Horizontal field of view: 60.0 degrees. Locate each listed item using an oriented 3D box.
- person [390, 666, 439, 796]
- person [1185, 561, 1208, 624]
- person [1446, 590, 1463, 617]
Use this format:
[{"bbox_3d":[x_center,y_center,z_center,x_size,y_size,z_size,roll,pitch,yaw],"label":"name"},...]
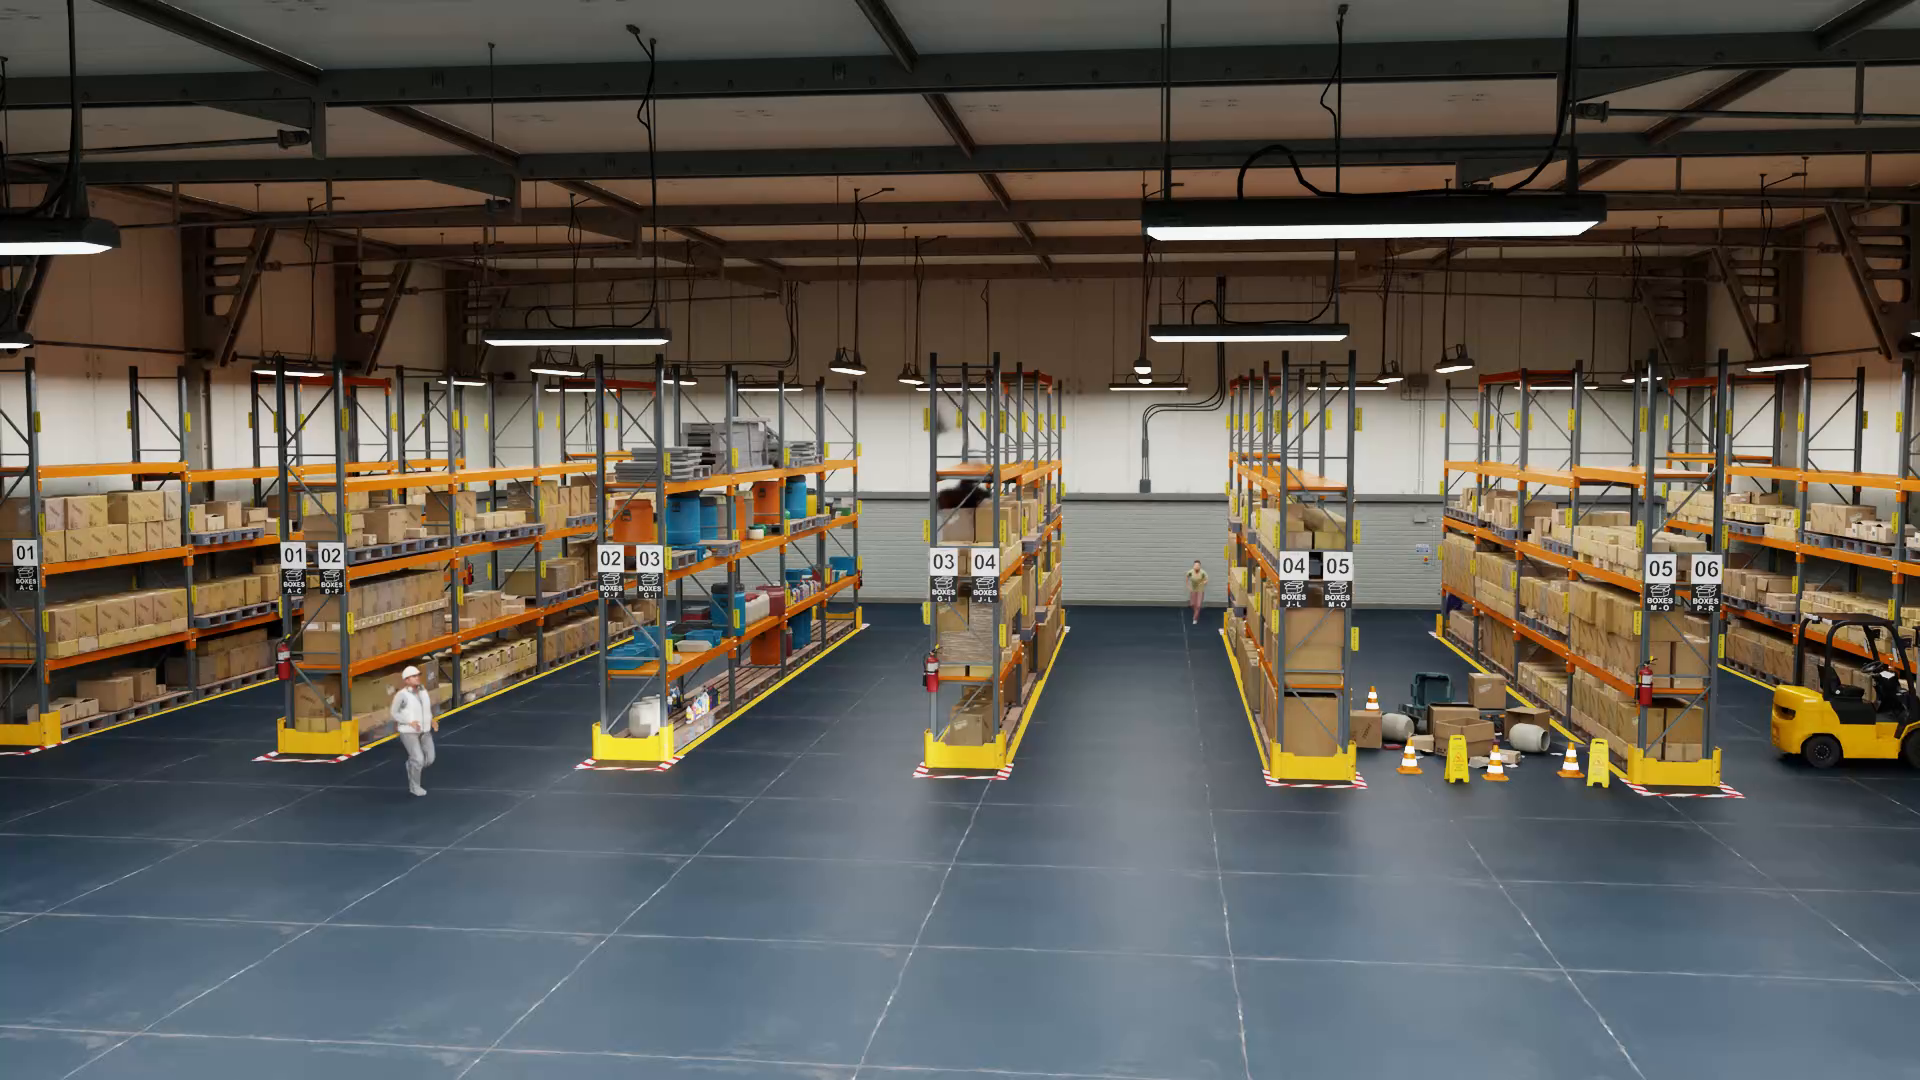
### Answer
[{"bbox_3d":[-7.370,2.564,22.402,0.585,1.731,0.624,3,5,33],"label":"person"},{"bbox_3d":[5.874,1.300,41.263,0.571,1.596,0.668,1,4,9],"label":"person"},{"bbox_3d":[11.870,1.364,40.020,0.653,1.601,0.586,0,4,-3],"label":"person"}]
